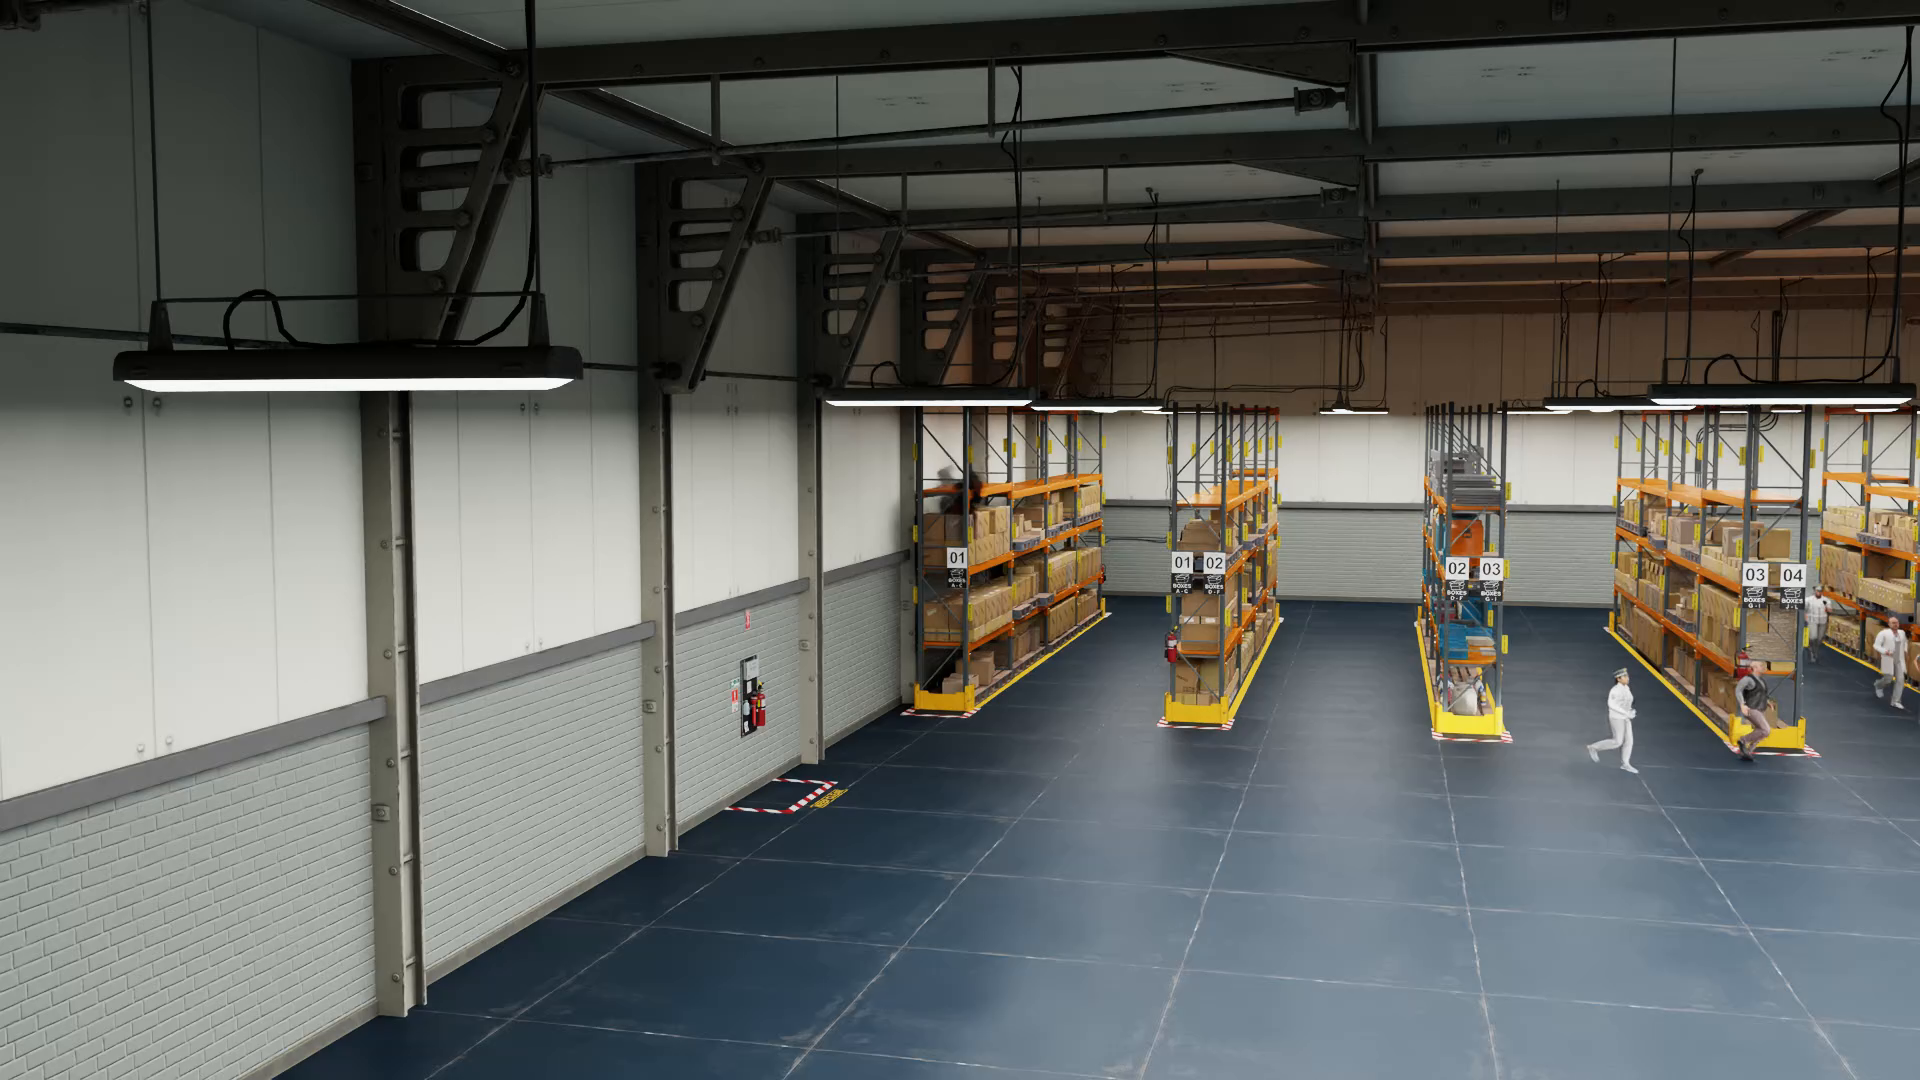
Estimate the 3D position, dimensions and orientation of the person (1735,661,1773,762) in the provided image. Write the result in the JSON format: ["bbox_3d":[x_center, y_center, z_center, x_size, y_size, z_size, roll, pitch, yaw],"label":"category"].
[{"bbox_3d":[13.303,2.850,27.715,0.666,1.656,0.540,-3,5,-39],"label":"person"}]

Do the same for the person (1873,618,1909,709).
[{"bbox_3d":[18.463,2.413,32.927,0.709,1.762,0.945,0,4,4],"label":"person"}]

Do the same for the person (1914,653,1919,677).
[{"bbox_3d":[17.893,2.631,30.587,0.568,1.716,0.732,1,4,14],"label":"person"}]

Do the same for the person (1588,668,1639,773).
[{"bbox_3d":[10.673,2.903,27.035,0.781,1.695,0.624,4,6,45],"label":"person"}]

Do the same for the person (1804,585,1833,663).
[{"bbox_3d":[20.110,1.965,39.002,0.640,1.848,0.726,1,4,12],"label":"person"}]
